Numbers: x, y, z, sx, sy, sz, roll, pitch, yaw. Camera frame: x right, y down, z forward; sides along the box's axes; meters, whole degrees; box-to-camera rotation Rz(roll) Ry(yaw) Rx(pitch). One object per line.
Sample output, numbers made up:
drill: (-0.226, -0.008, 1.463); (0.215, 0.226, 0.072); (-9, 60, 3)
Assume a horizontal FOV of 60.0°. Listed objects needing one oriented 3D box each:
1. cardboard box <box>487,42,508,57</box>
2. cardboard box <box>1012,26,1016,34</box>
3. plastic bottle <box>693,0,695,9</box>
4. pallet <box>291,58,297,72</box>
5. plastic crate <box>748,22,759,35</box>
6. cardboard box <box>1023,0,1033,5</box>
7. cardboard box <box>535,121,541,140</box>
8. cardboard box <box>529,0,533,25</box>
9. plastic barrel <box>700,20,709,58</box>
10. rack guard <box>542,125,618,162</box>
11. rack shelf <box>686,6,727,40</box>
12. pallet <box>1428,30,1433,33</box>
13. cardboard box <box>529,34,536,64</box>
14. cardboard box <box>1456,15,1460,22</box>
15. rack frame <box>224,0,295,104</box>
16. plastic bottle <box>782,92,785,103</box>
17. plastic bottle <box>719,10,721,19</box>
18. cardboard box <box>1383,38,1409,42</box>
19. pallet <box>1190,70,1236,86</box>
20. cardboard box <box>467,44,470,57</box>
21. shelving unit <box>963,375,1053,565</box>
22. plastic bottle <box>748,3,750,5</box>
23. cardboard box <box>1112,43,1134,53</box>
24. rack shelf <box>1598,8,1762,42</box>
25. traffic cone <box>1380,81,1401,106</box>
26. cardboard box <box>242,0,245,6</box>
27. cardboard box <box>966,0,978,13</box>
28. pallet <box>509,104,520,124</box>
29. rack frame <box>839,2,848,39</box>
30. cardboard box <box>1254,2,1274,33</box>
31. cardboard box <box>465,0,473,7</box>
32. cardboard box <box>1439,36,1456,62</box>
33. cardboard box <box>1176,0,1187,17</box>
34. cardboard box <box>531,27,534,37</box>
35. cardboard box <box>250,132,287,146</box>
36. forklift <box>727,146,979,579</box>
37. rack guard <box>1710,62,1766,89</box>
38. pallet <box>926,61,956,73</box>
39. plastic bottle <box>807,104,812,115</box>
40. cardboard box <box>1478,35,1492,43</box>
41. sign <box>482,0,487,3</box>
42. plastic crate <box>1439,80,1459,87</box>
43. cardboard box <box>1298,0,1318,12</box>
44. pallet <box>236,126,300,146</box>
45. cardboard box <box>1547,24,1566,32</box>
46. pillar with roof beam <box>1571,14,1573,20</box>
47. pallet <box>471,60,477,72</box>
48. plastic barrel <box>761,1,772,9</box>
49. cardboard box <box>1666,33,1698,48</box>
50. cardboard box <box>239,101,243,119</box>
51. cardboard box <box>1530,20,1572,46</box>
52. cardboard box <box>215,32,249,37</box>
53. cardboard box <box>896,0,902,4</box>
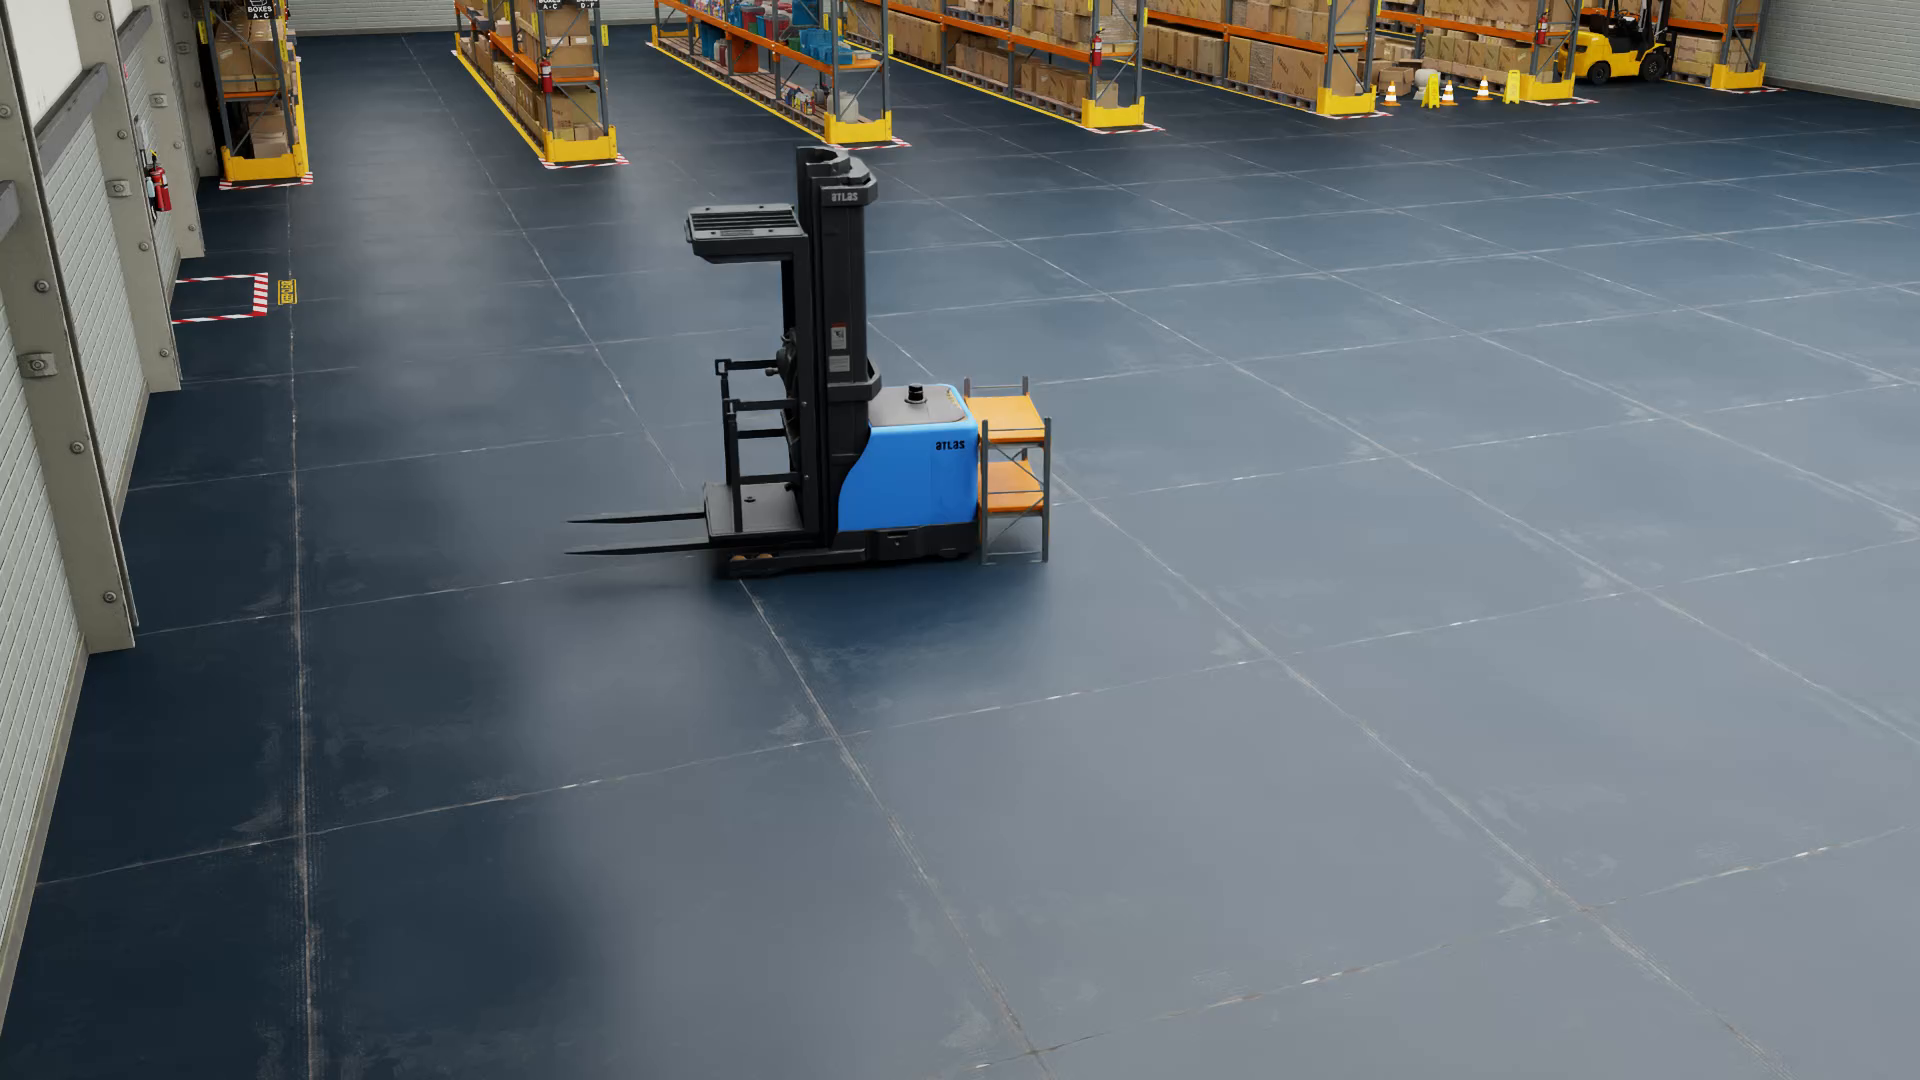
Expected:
cardboard box: (-9.775, -10.436, 35.334); (0.500, 0.250, 0.500); (-7, 24, -17)
cardboard box: (1.276, -10.381, 33.841); (0.380, 0.149, 0.250); (-8, 24, -19)
plastic bottle: (-6.201, -12.549, 38.813); (0.061, 0.283, 0.133); (-8, 24, -19)
pallet: (-15.877, -10.930, 38.411); (1.003, 0.211, 1.213); (-8, 24, -19)
plastic crate: (-4.032, -10.433, 33.914); (0.450, 0.188, 0.662); (-8, 24, -19)
cardboard box: (1.580, -10.880, 32.903); (0.500, 0.500, 0.500); (-8, 24, -19)
cardboard box: (-7.028, -7.066, 28.652); (0.500, 0.250, 0.500); (-8, 24, -19)
cardboard box: (-7.093, -9.195, 28.904); (0.700, 0.500, 0.500); (-8, 24, -19)
plastic barrel: (-5.802, -11.870, 39.212); (0.600, 0.901, 0.708); (-8, 24, -19)
rack guard: (-6.366, -6.644, 27.871); (1.175, 0.500, 0.348); (-8, 24, -19)
rack shelf: (-5.272, -11.785, 37.776); (1.077, 0.370, 4.000); (-8, 24, -19)
pallet: (13.326, -13.546, 44.617); (1.003, 0.211, 1.213); (-8, 24, -19)
cardboard box: (-7.259, -8.770, 29.568); (0.700, 0.500, 0.500); (-8, 24, -18)
cardboard box: (11.002, -11.337, 36.111); (0.380, 0.149, 0.250); (-8, 24, -19)
rack frame: (-13.834, -10.031, 32.687); (1.000, 3.000, 0.127); (-8, 24, -19)
plastic bottle: (-3.414, -8.637, 32.417); (0.097, 0.201, 0.097); (0, 23, 0)
plastic bottle: (-5.247, -11.551, 36.548); (0.097, 0.201, 0.097); (0, 23, 0)
cardboard box: (10.060, -11.662, 39.400); (0.950, 0.372, 0.625); (-8, 24, -17)
pallet: (5.814, -10.245, 36.786); (1.003, 0.211, 1.213); (-8, 24, -19)
cardboard box: (-11.345, -11.569, 39.233); (0.500, 0.311, 0.500); (-8, 24, -19)
shelving unit: (0.343, -0.545, 12.594); (0.538, 1.125, 1.048); (-3, 23, -7)
plastic bottle: (-4.723, -11.879, 37.237); (0.097, 0.271, 0.097); (0, 23, 0)
cardboard box: (3.017, -9.183, 31.000); (0.380, 0.149, 0.250); (-8, 24, -19)
rack shelf: (16.101, -11.600, 37.336); (1.077, 0.370, 4.000); (-8, 24, -19)
traffic cone: (8.711, -9.025, 33.568); (0.336, 0.463, 0.334); (-8, 24, -19)
cardboard box: (-13.556, -10.342, 31.896); (0.380, 0.149, 0.250); (-13, 26, -28)
cardboard box: (0.445, -11.553, 35.952); (0.500, 0.250, 0.500); (-9, 24, -20)
pallet: (-8.084, -8.236, 32.018); (1.003, 0.211, 1.213); (-8, 24, -19)
rack frame: (-2.758, -14.976, 44.421); (1.000, 3.000, 0.127); (-8, 24, -19)
cardboard box: (6.595, -10.788, 34.289); (0.875, 0.550, 0.550); (-8, 24, -19)
cardboard box: (-10.656, -12.202, 37.169); (0.700, 0.500, 0.500); (-18, 29, -36)
cardboard box: (10.908, -10.804, 36.554); (0.500, 0.500, 0.500); (-7, 24, -17)
cardboard box: (5.184, -12.010, 37.255); (0.500, 0.500, 0.500); (-9, 24, -20)
cardboard box: (-7.238, -8.826, 28.864); (0.380, 0.149, 0.250); (-9, 24, -20)
cardboard box: (-11.369, -6.559, 27.344); (0.500, 0.311, 0.500); (-6, 24, -15)
forklift: (-1.424, -1.290, 12.037); (3.031, 2.935, 1.130); (-4, 23, -10)
rack guard: (16.816, -10.044, 35.937); (1.175, 0.500, 0.348); (-8, 24, -19)
pallet: (-0.140, -11.081, 38.770); (1.003, 0.211, 1.213); (-8, 24, -19)
plastic bottle: (-2.798, -8.004, 30.914); (0.097, 0.201, 0.097); (0, 23, 0)
cardboard box: (11.269, -10.661, 35.380); (0.380, 0.149, 0.250); (-7, 24, -17)
sign: (-9.705, -11.131, 33.908); (0.100, 0.325, 0.005); (-8, 24, -19)
plastic crate: (10.540, -9.948, 36.248); (0.402, 0.080, 0.583); (-18, 29, -37)
cardboard box: (7.195, -10.701, 32.693); (0.875, 0.550, 0.550); (-8, 24, -19)
pallet: (-12.150, -7.053, 29.213); (1.003, 0.211, 1.213); (-8, 24, -19)
cardboard box: (12.239, -10.559, 34.263); (0.380, 0.149, 0.250); (-8, 24, -19)
pillar with roof beam: (11.258, -15.935, 38.972); (9.100, 9.000, 0.400); (-8, 24, -19)
pallet: (-10.855, -11.130, 38.885); (1.003, 0.211, 1.213); (-8, 24, -19)
plastic barrel: (-4.002, -11.097, 35.073); (0.421, 0.512, 0.421); (0, 23, 0)
cardboard box: (15.980, -11.083, 36.896); (0.500, 0.250, 0.500); (-8, 24, -18)
cardboard box: (-12.926, -8.074, 30.697); (0.700, 0.500, 0.500); (-9, 24, -20)
cardboard box: (14.665, -12.501, 41.066); (0.875, 0.625, 0.625); (-9, 25, -21)
cardboard box: (-11.728, -7.923, 26.888); (0.500, 0.500, 0.500); (-9, 24, -20)
cardboard box: (-1.238, -13.185, 40.042); (0.500, 0.500, 0.500); (-8, 24, -19)
